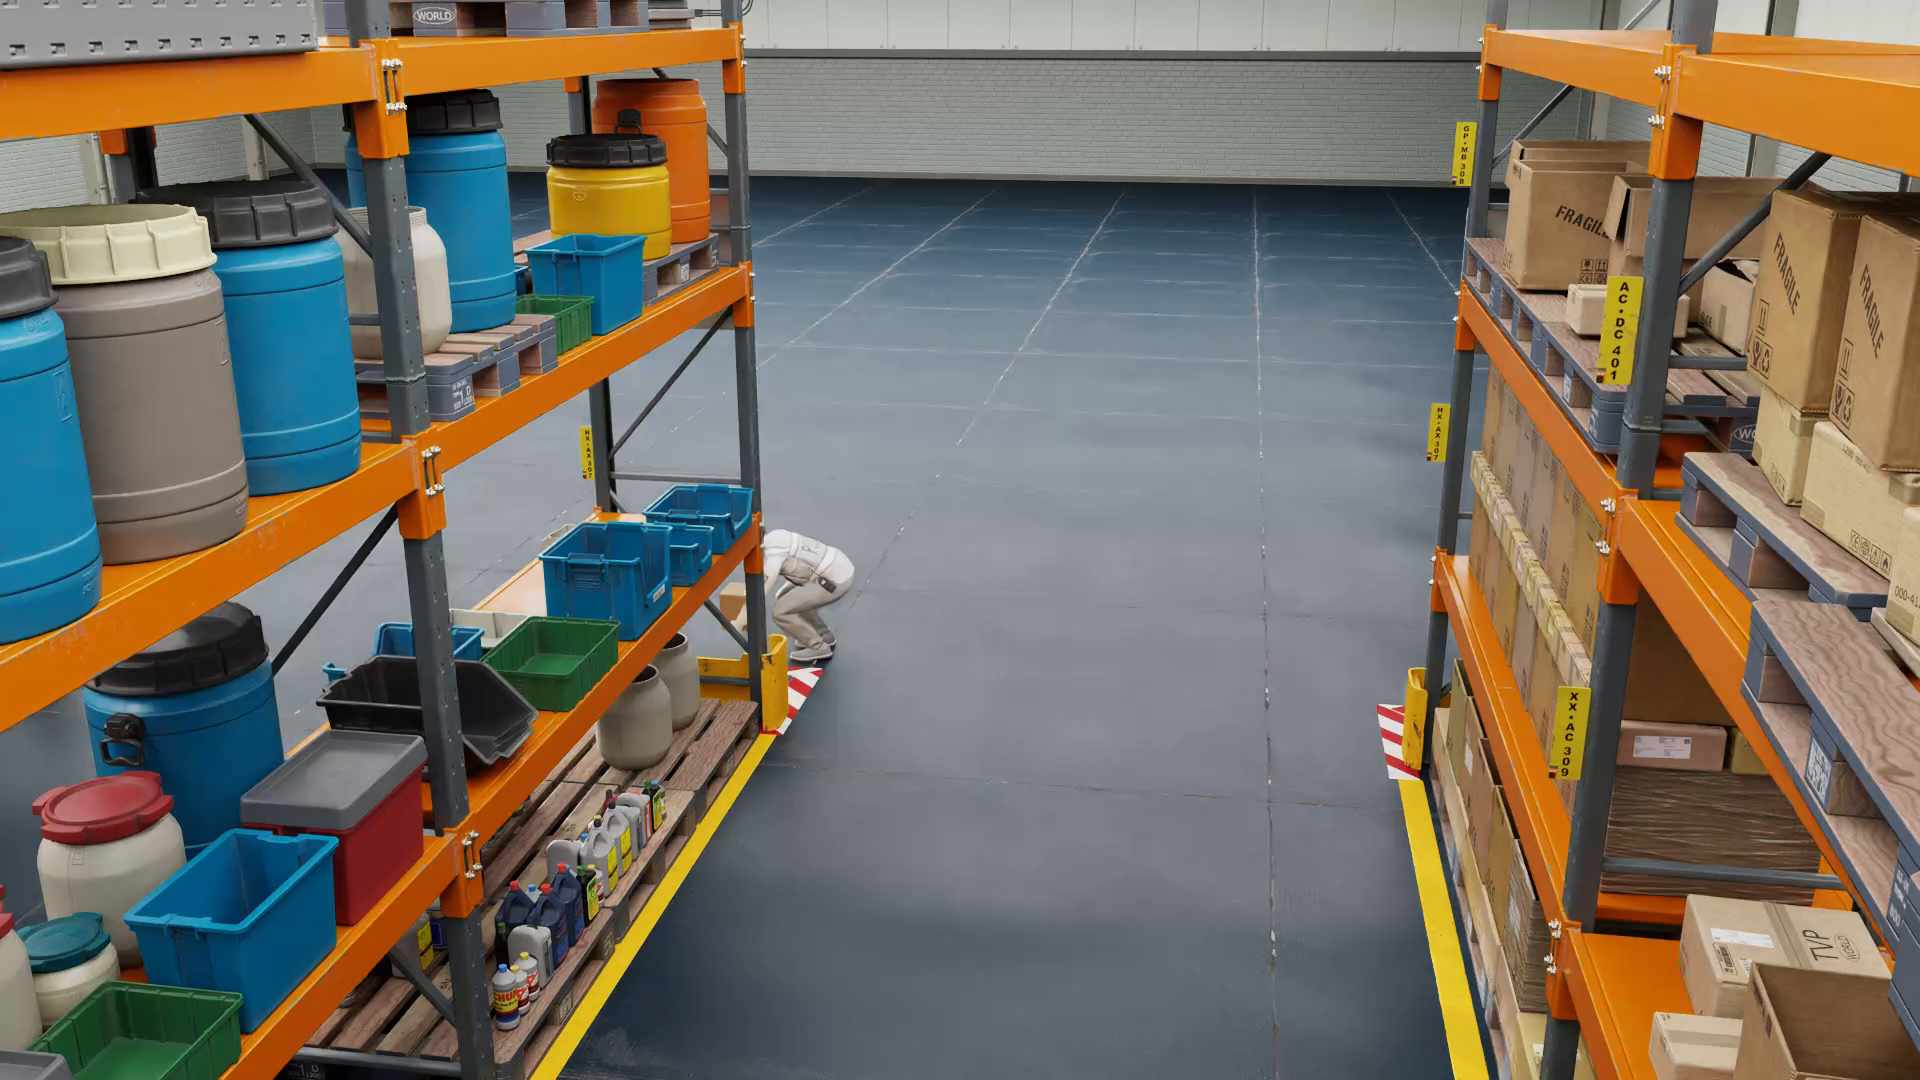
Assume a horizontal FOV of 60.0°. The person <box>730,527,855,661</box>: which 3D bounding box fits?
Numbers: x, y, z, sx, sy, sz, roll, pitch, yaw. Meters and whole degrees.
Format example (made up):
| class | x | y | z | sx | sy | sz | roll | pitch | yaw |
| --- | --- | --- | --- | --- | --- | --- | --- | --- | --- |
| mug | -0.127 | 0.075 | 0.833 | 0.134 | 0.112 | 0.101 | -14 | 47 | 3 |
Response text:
| class | x | y | z | sx | sy | sz | roll | pitch | yaw |
| --- | --- | --- | --- | --- | --- | --- | --- | --- | --- |
| person | -1.149 | 0.307 | 11.233 | 0.868 | 0.981 | 0.458 | 0 | 18 | 1 |
